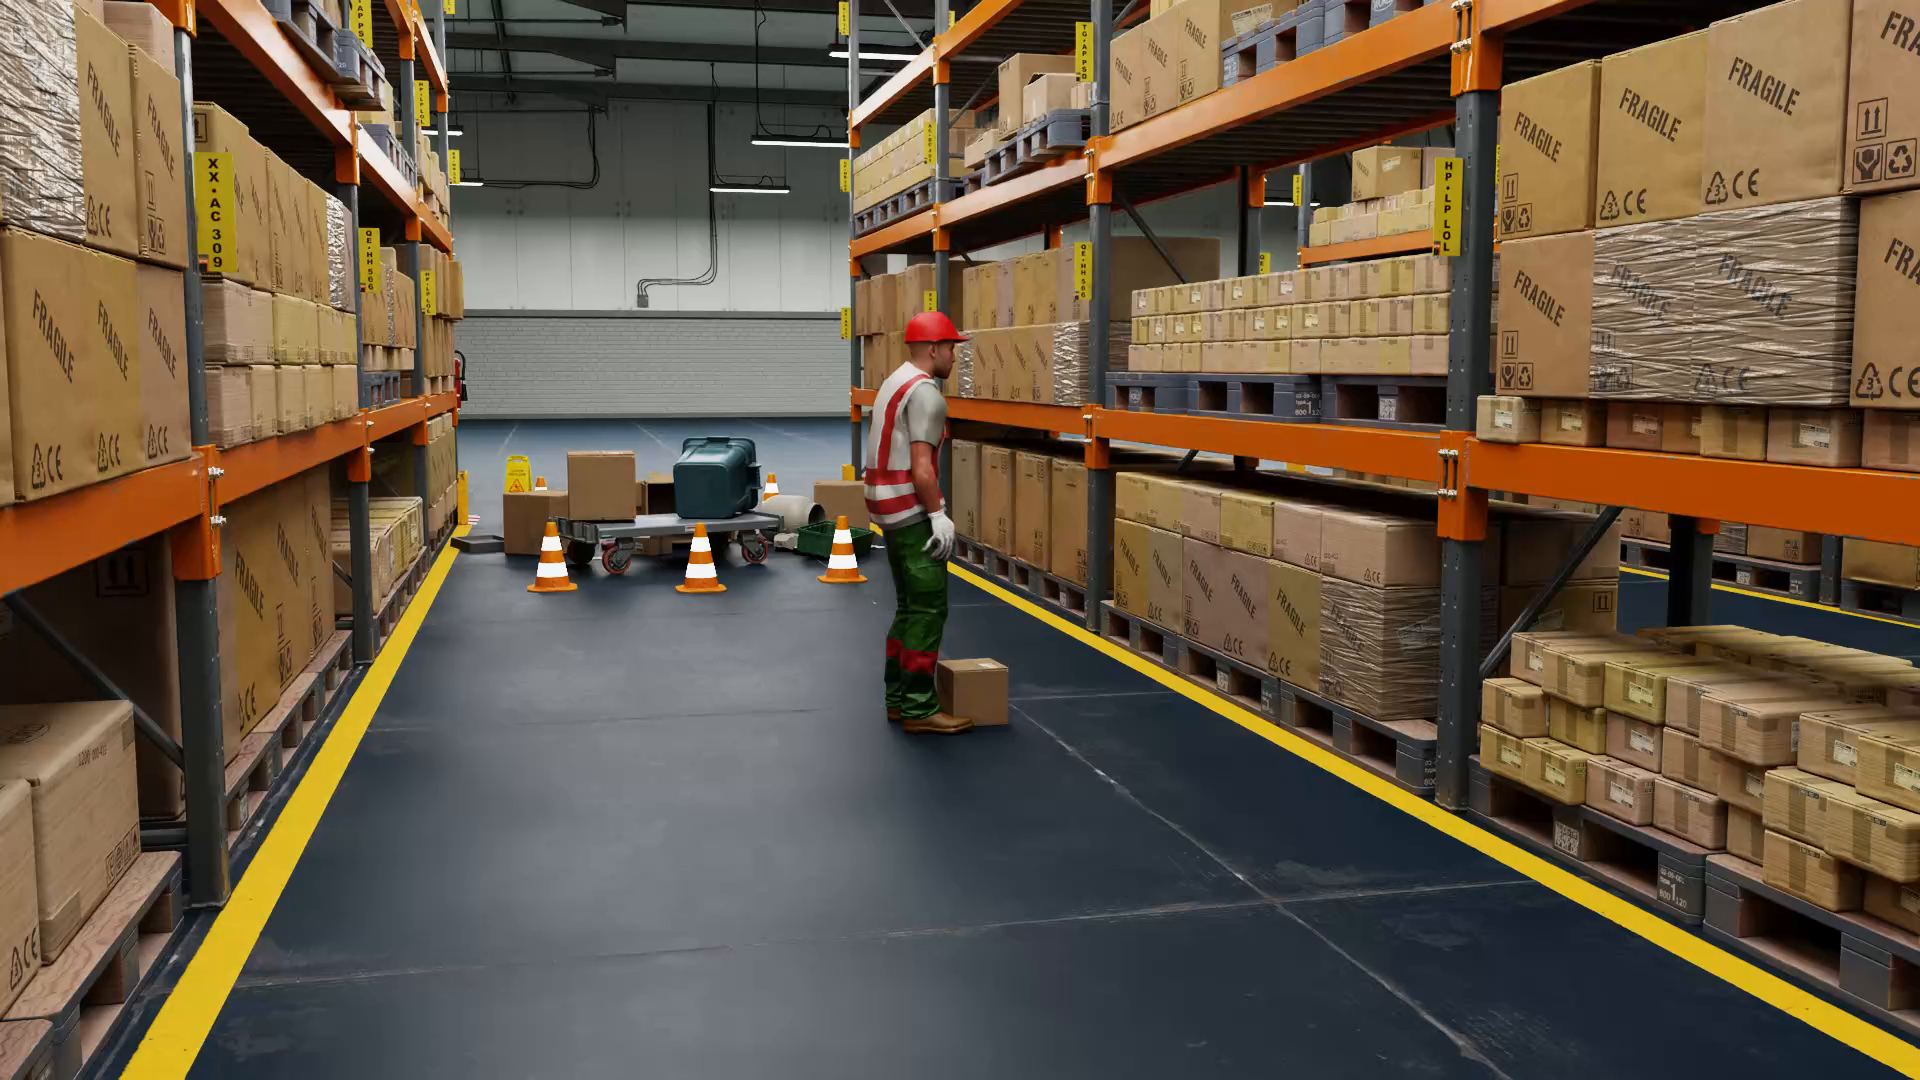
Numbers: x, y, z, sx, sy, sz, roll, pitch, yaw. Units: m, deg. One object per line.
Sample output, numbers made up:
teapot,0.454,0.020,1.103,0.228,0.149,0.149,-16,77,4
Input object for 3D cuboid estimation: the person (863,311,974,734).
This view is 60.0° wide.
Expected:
person,-0.171,-0.086,7.135,0.449,1.778,0.610,-2,6,-16
